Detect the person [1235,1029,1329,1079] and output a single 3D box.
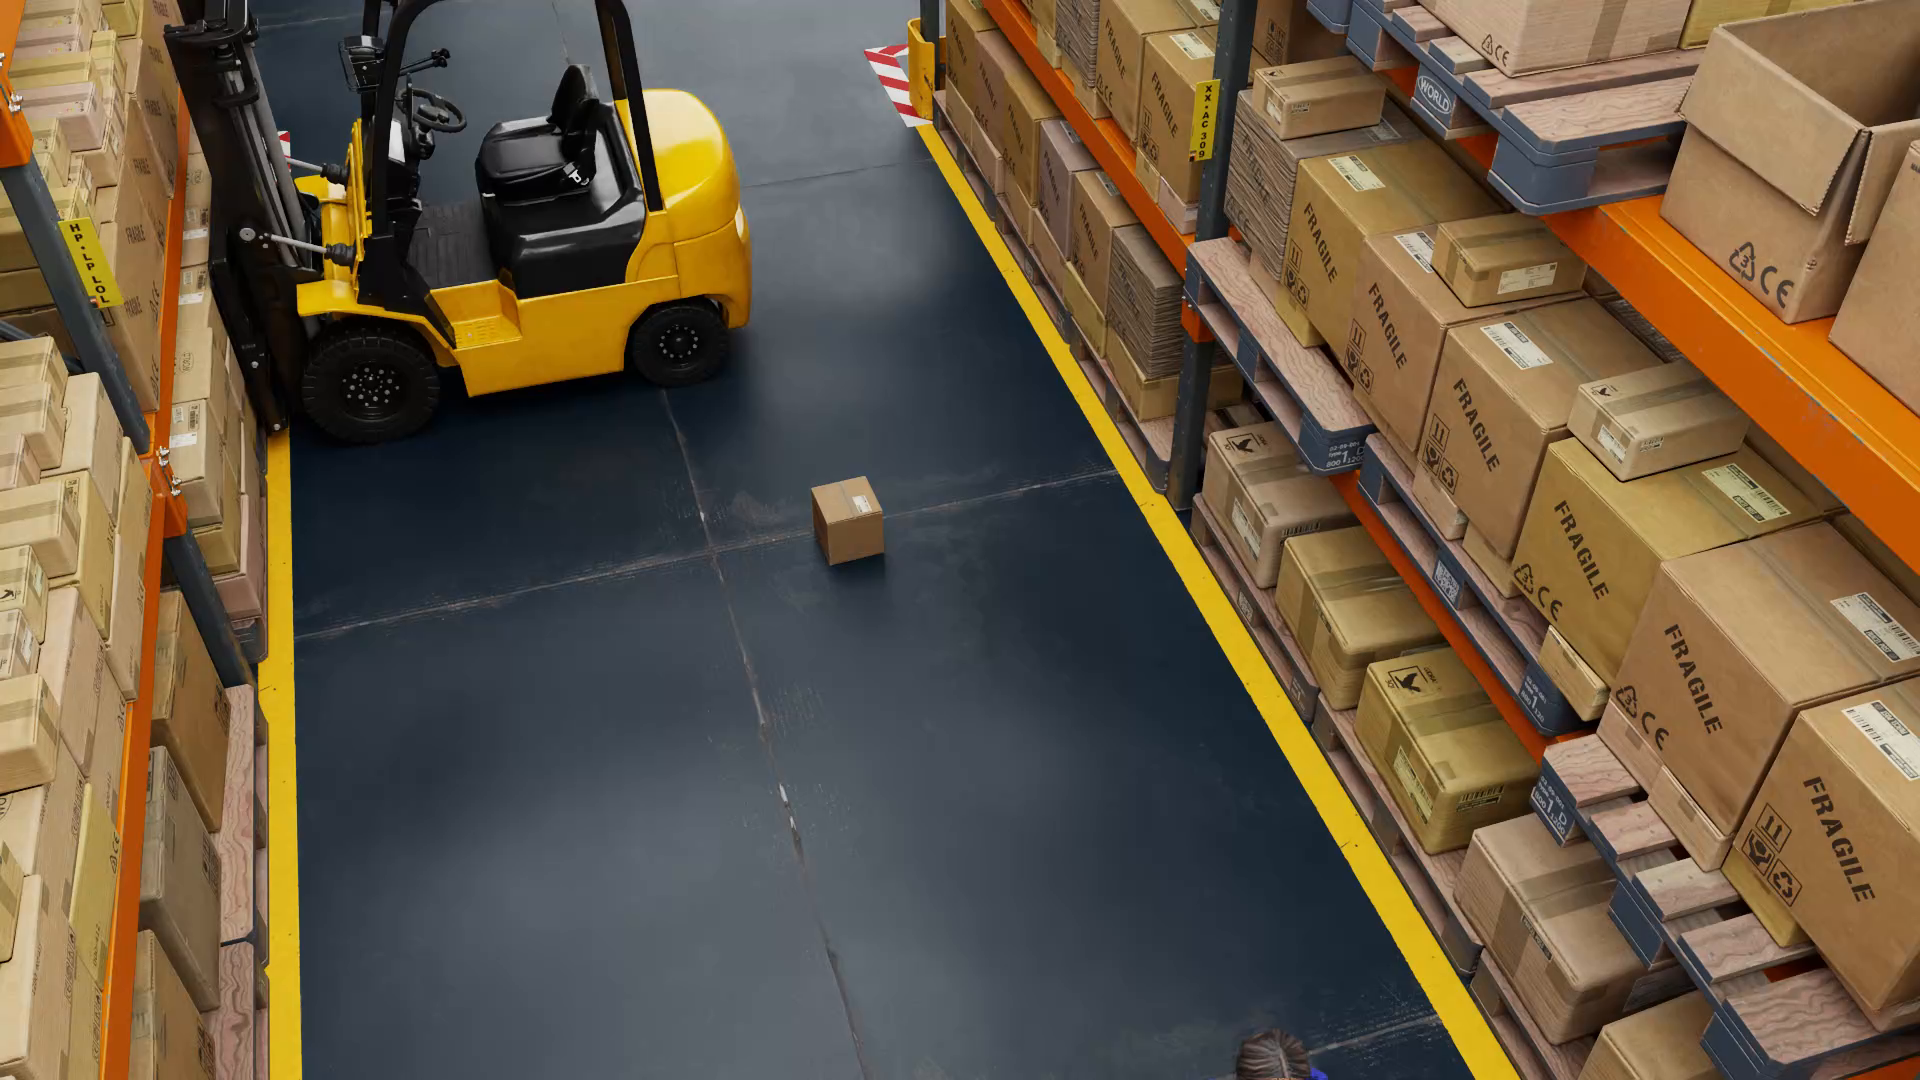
[{"bbox_3d":[0.720,1.732,4.234,0.465,1.646,0.499,-15,45,-16],"label":"person"}]
